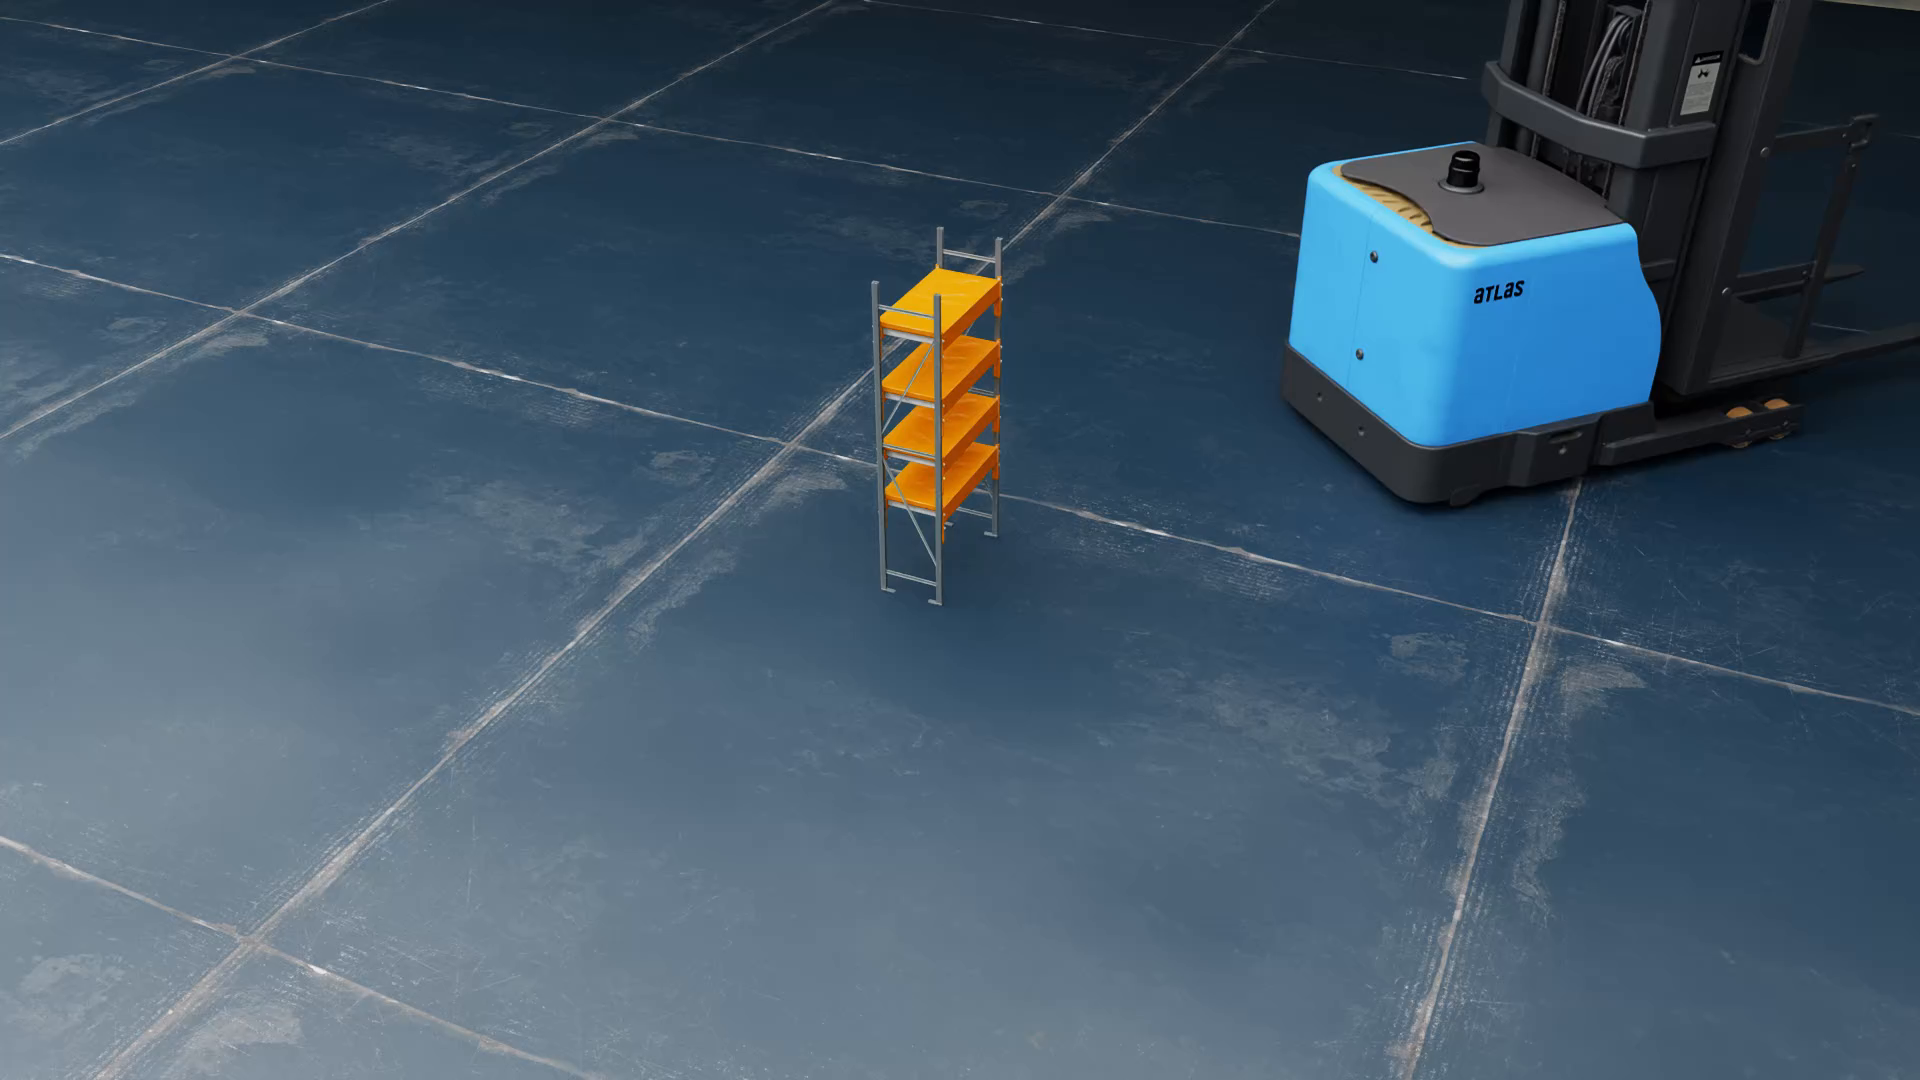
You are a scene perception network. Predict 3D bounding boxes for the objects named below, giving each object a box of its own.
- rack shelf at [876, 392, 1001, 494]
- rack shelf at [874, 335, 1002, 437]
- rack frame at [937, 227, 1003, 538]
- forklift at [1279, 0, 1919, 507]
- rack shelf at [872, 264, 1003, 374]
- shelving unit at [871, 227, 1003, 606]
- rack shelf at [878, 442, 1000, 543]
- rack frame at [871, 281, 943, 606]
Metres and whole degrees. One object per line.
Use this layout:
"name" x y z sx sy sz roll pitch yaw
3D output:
"rack shelf" -0.069 -0.363 5.832 0.258 0.148 0.480 14 36 20
"rack shelf" -0.069 -0.550 5.709 0.258 0.148 0.480 14 36 20
"rack frame" 0.033 -0.541 5.981 0.240 1.200 0.015 14 36 20
"forklift" 2.928 -1.859 6.412 3.031 2.935 1.130 -12 35 -18
"rack shelf" -0.069 -0.748 5.580 0.258 0.148 0.480 14 36 20
"shelving unit" -0.069 -0.419 5.795 0.258 1.200 0.503 14 36 20
"rack shelf" -0.069 -0.197 5.941 0.258 0.148 0.480 14 36 20
"rack frame" -0.171 -0.298 5.610 0.240 1.200 0.015 14 36 20
